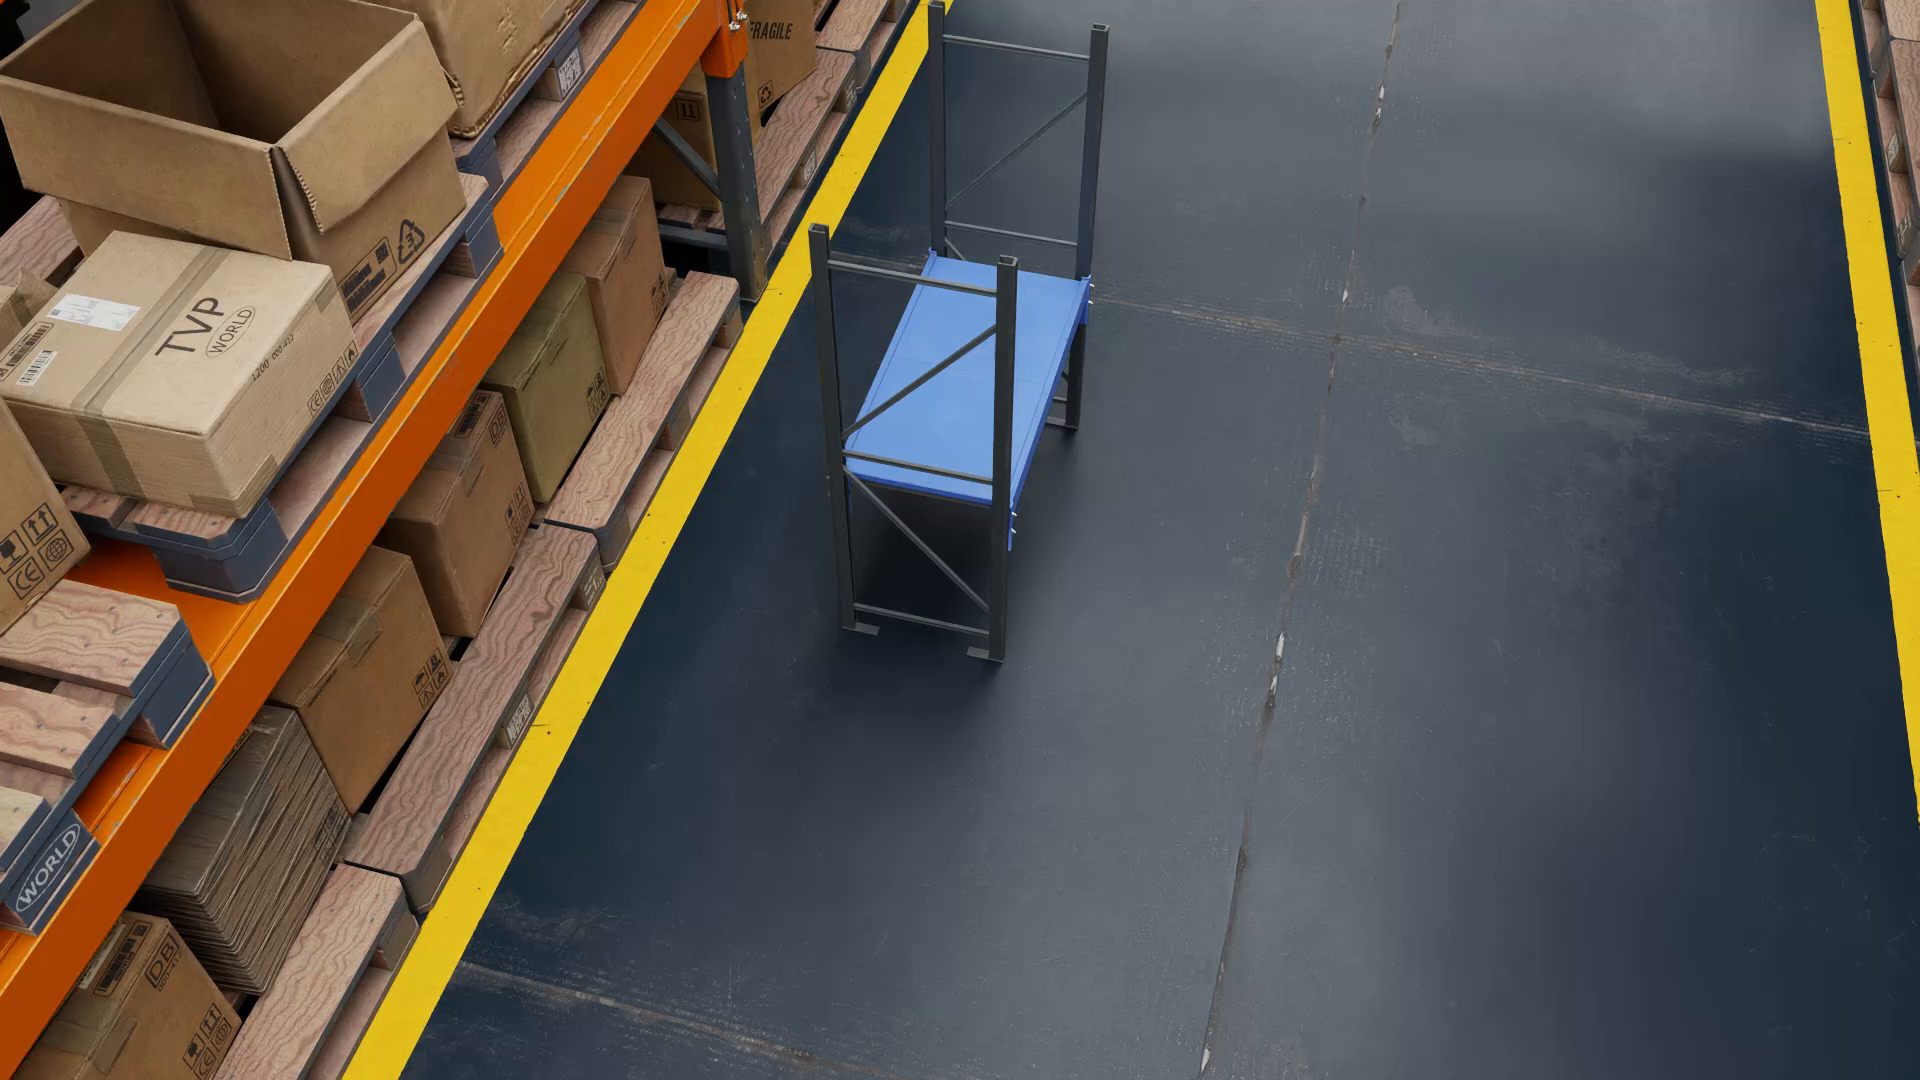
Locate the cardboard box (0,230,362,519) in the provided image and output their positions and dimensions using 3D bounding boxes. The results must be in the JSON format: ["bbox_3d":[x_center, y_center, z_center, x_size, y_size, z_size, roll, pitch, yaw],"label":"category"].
[{"bbox_3d":[-1.588,-0.344,3.373,0.500,0.250,0.500,10,49,9],"label":"cardboard box"}]

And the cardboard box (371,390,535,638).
[{"bbox_3d":[-1.671,-0.114,4.724,0.700,0.500,0.500,8,49,7],"label":"cardboard box"}]

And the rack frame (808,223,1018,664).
[{"bbox_3d":[-0.111,-0.190,4.418,0.500,1.500,0.032,12,50,10],"label":"rack frame"}]

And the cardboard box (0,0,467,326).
[{"bbox_3d":[-1.565,-0.882,3.679,0.797,0.503,0.637,16,51,14],"label":"cardboard box"}]

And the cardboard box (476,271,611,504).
[{"bbox_3d":[-1.524,-0.519,5.081,0.700,0.500,0.500,11,50,10],"label":"cardboard box"}]

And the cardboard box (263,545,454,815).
[{"bbox_3d":[-1.818,0.290,4.367,0.700,0.500,0.500,15,50,13],"label":"cardboard box"}]

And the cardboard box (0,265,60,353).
[{"bbox_3d":[-2.072,-0.442,3.449,0.396,0.266,0.258,10,49,9],"label":"cardboard box"}]

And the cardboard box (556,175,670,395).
[{"bbox_3d":[-1.380,-0.860,5.382,0.700,0.500,0.500,8,49,7],"label":"cardboard box"}]

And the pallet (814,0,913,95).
[{"bbox_3d":[-0.736,-2.437,7.260,1.003,0.211,1.213,12,50,10],"label":"pallet"}]

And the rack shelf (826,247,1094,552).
[{"bbox_3d":[0.022,-0.439,4.877,0.538,0.185,1.000,12,50,10],"label":"rack shelf"}]

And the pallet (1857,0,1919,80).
[{"bbox_3d":[4.439,-2.324,7.160,1.003,0.211,1.213,12,50,10],"label":"pallet"}]

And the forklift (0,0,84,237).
[{"bbox_3d":[-3.429,-1.296,4.439,1.130,2.935,3.031,14,50,12],"label":"forklift"}]

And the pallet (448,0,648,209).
[{"bbox_3d":[-1.540,-1.394,4.607,1.003,0.211,1.213,12,50,10],"label":"pallet"}]

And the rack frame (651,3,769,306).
[{"bbox_3d":[-1.198,-1.981,4.998,1.000,3.000,0.127,12,50,10],"label":"rack frame"}]

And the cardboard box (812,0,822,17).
[{"bbox_3d":[-0.823,-2.455,6.803,0.500,0.500,0.500,8,49,7],"label":"cardboard box"}]

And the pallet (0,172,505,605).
[{"bbox_3d":[-1.769,-0.465,3.787,1.003,0.211,1.213,12,50,10],"label":"pallet"}]

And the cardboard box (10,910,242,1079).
[{"bbox_3d":[-2.094,1.105,3.648,0.700,0.500,0.500,9,49,8],"label":"cardboard box"}]

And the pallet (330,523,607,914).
[{"bbox_3d":[-1.721,0.390,4.765,1.003,0.211,1.213,12,50,10],"label":"pallet"}]

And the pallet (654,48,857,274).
[{"bbox_3d":[-1.055,-1.551,6.478,1.003,0.211,1.213,12,50,10],"label":"pallet"}]

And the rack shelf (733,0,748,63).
[{"bbox_3d":[-0.672,-3.190,6.545,1.077,0.370,4.000,12,50,10],"label":"rack shelf"}]

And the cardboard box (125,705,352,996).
[{"bbox_3d":[-1.960,0.701,4.004,0.700,0.500,0.500,8,49,7],"label":"cardboard box"}]

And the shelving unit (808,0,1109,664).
[{"bbox_3d":[0.022,-0.558,4.742,0.538,1.500,1.048,12,50,10],"label":"shelving unit"}]

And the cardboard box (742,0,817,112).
[{"bbox_3d":[-0.911,-1.990,6.393,0.500,0.500,0.500,27,54,22],"label":"cardboard box"}]

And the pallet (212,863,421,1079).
[{"bbox_3d":[-2.044,1.270,3.989,1.003,0.211,1.213,12,50,10],"label":"pallet"}]

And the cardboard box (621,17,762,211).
[{"bbox_3d":[-1.054,-1.575,6.026,0.500,0.500,0.500,10,49,9],"label":"cardboard box"}]

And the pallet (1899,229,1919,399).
[{"bbox_3d":[3.797,-0.559,5.602,1.003,0.211,1.213,12,50,10],"label":"pallet"}]

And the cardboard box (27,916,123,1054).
[{"bbox_3d":[-2.103,0.855,3.369,0.500,0.250,0.500,13,50,12],"label":"cardboard box"}]

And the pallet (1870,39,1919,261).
[{"bbox_3d":[4.116,-1.444,6.384,1.003,0.211,1.213,12,50,10],"label":"pallet"}]

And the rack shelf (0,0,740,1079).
[{"bbox_3d":[-1.724,-0.297,3.991,1.077,0.370,4.000,12,50,10],"label":"rack shelf"}]

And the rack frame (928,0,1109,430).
[{"bbox_3d":[0.156,-0.926,5.067,0.500,1.500,0.032,12,50,10],"label":"rack frame"}]

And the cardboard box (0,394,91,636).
[{"bbox_3d":[-2.097,-0.082,2.975,0.700,0.500,0.500,18,51,16],"label":"cardboard box"}]

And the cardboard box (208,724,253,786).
[{"bbox_3d":[-1.974,0.469,3.709,0.500,0.250,0.500,17,51,14],"label":"cardboard box"}]

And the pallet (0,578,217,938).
[{"bbox_3d":[-2.166,0.439,2.990,1.213,0.211,1.003,12,50,10],"label":"pallet"}]

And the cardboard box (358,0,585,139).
[{"bbox_3d":[-1.542,-1.772,4.133,1.000,1.000,1.000,12,50,10],"label":"cardboard box"}]

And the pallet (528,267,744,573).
[{"bbox_3d":[-1.402,-0.495,5.546,1.003,0.211,1.213,12,50,10],"label":"pallet"}]
